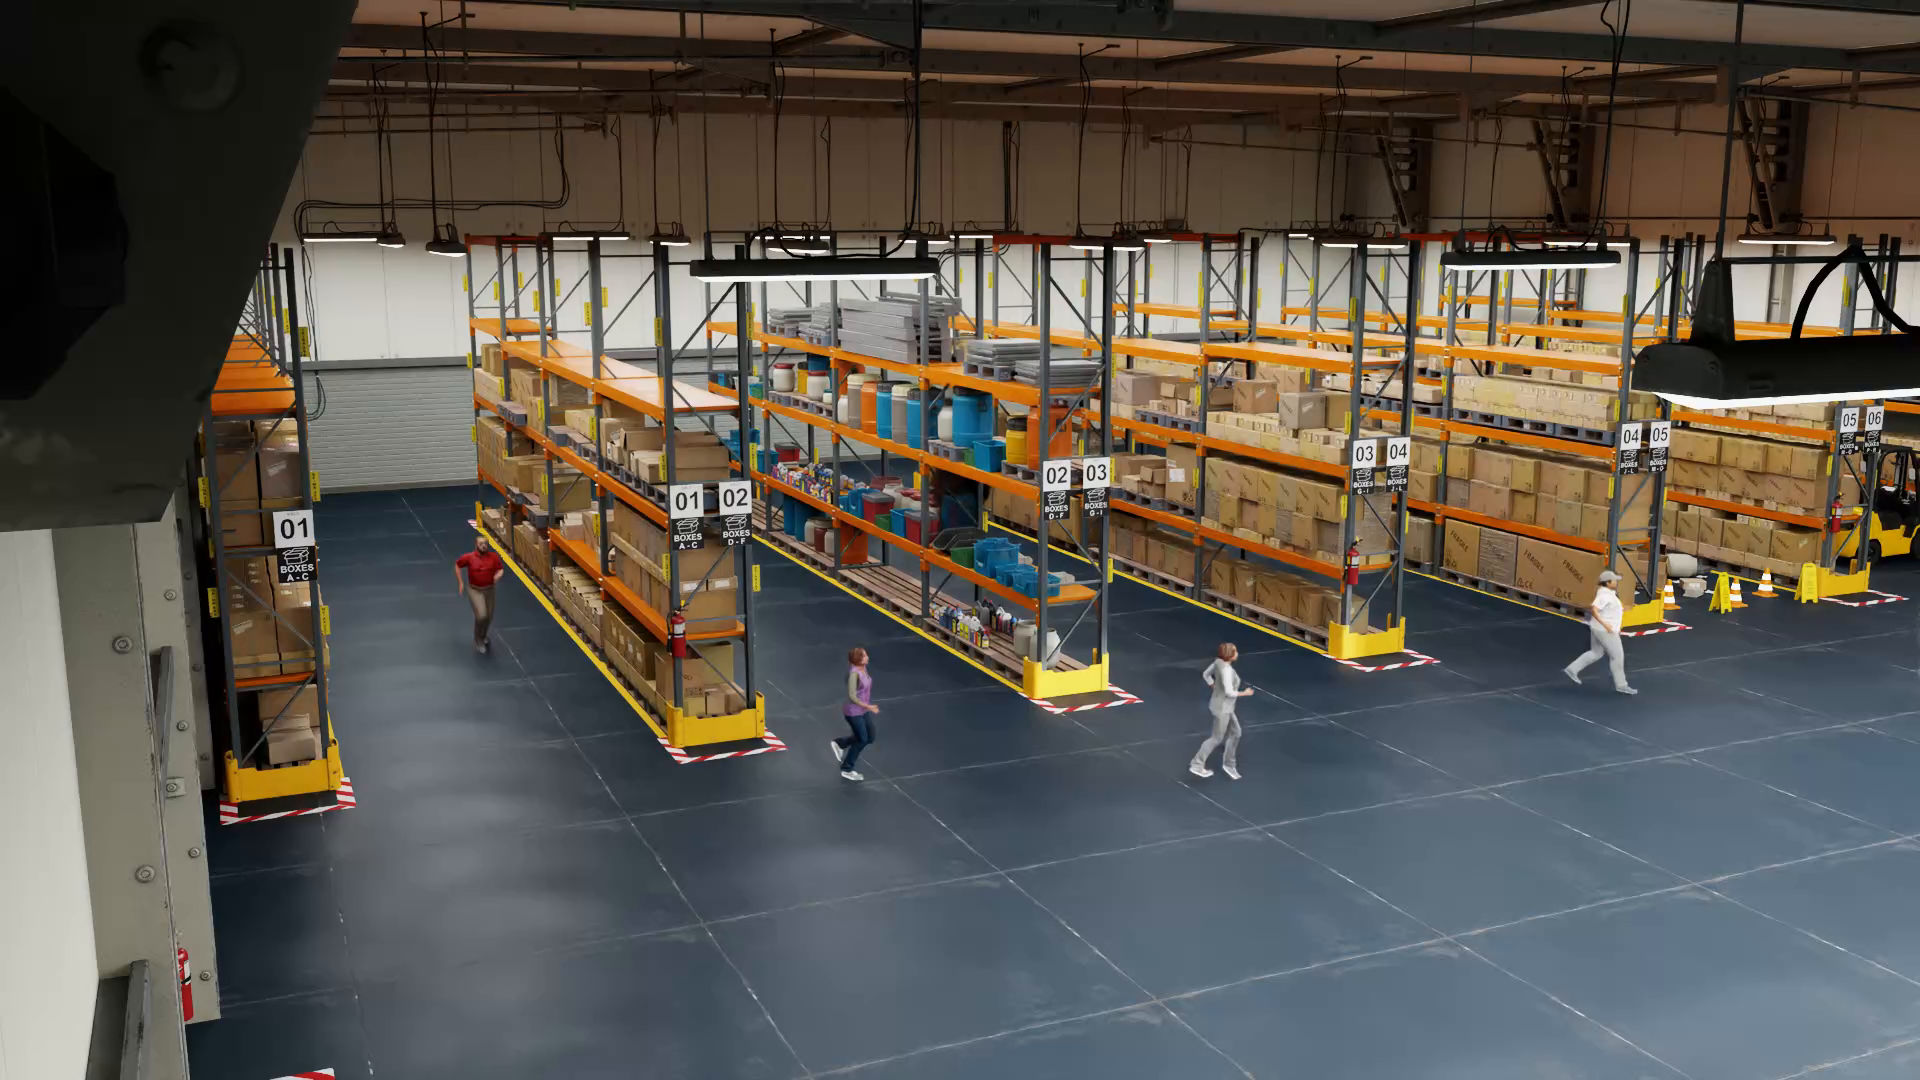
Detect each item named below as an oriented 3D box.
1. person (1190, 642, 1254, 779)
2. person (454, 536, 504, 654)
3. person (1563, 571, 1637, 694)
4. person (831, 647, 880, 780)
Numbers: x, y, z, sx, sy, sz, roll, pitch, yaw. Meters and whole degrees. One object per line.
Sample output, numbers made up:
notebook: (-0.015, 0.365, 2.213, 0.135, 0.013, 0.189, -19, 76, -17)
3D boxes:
person: (2.974, 1.962, 18.871, 0.707, 1.662, 0.559, 0, 11, 2)
person: (-7.032, 0.808, 24.513, 0.627, 1.767, 0.826, -8, 14, -37)
person: (8.664, 1.223, 22.362, 0.942, 1.654, 0.606, 2, 11, 10)
person: (-1.185, 1.967, 18.973, 0.605, 1.564, 0.566, 2, 11, 9)
